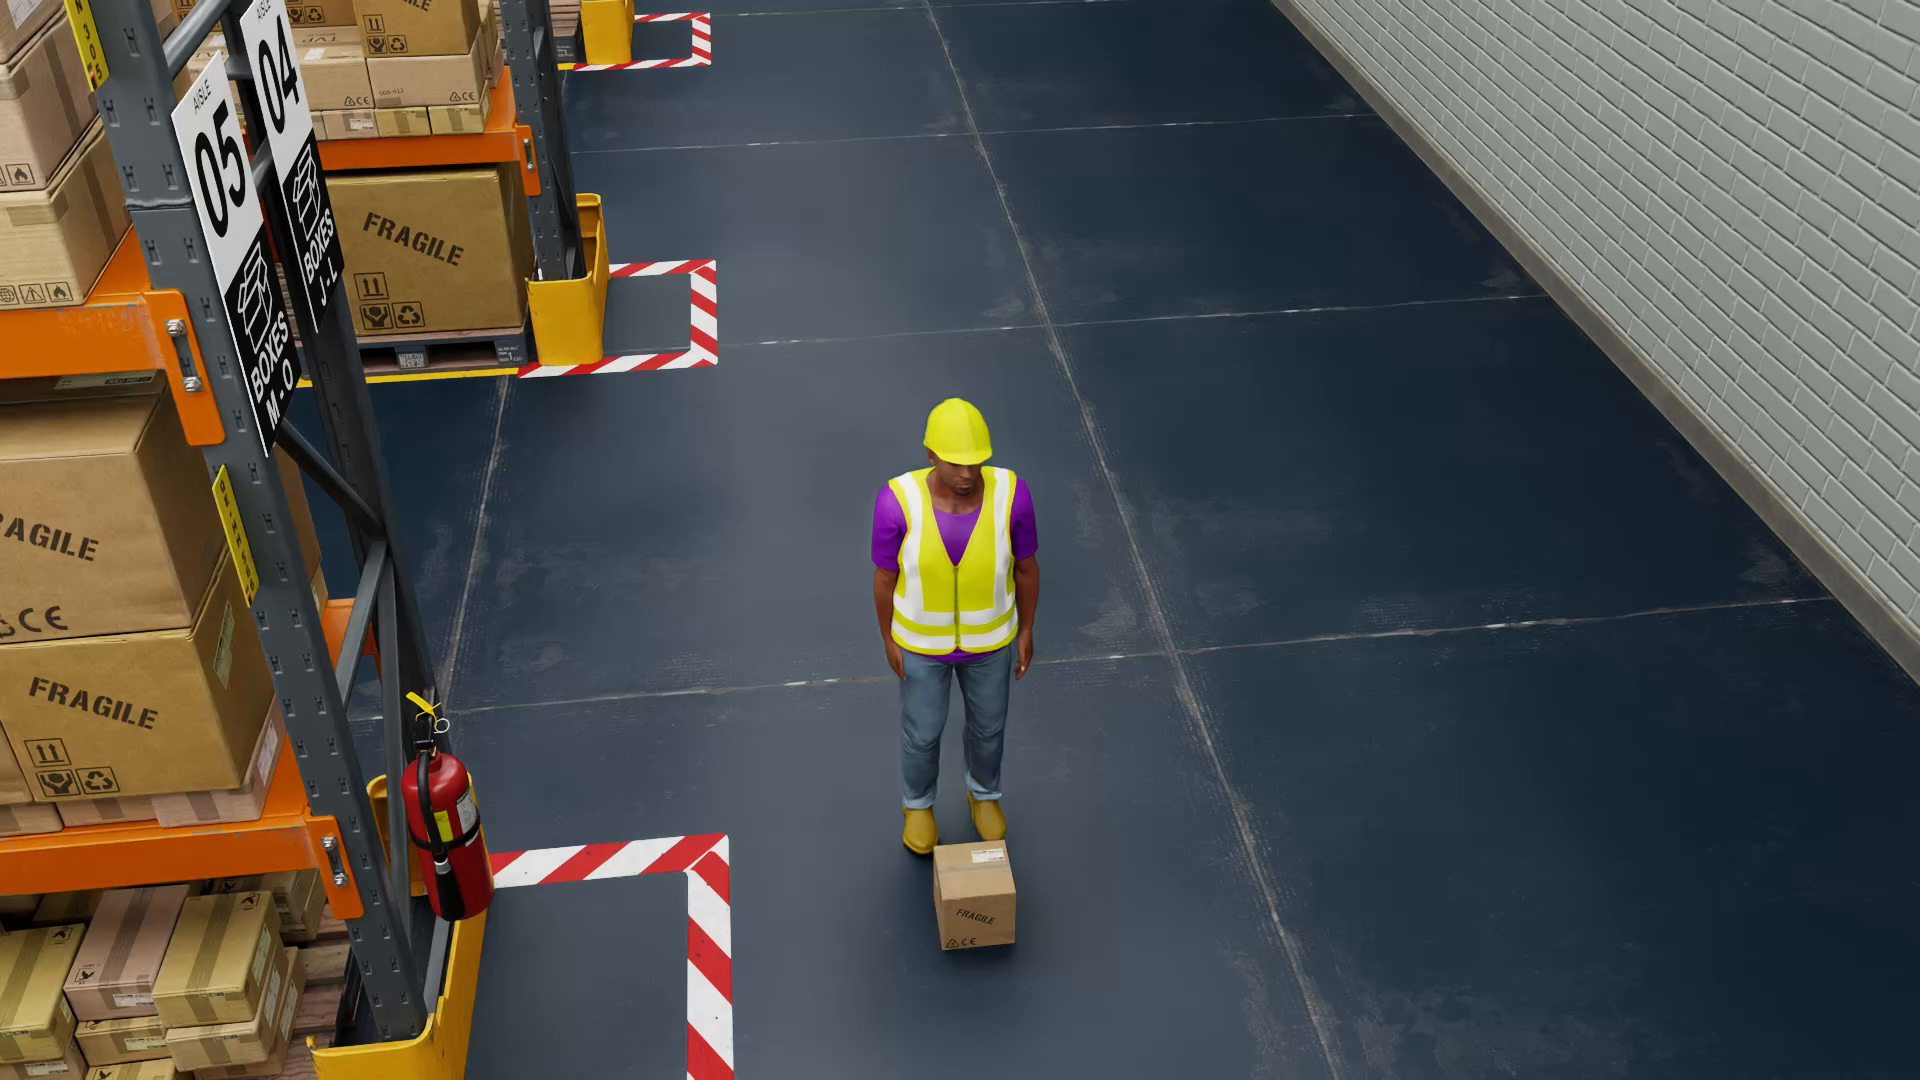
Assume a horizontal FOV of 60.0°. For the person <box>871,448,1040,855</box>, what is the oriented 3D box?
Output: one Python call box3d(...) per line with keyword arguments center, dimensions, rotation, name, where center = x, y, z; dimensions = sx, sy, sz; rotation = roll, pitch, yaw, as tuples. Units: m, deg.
box3d(center=(-0.009, 0.344, 5.679), dimensions=(0.562, 1.748, 0.365), rotation=(-4, 35, -5), name="person")
